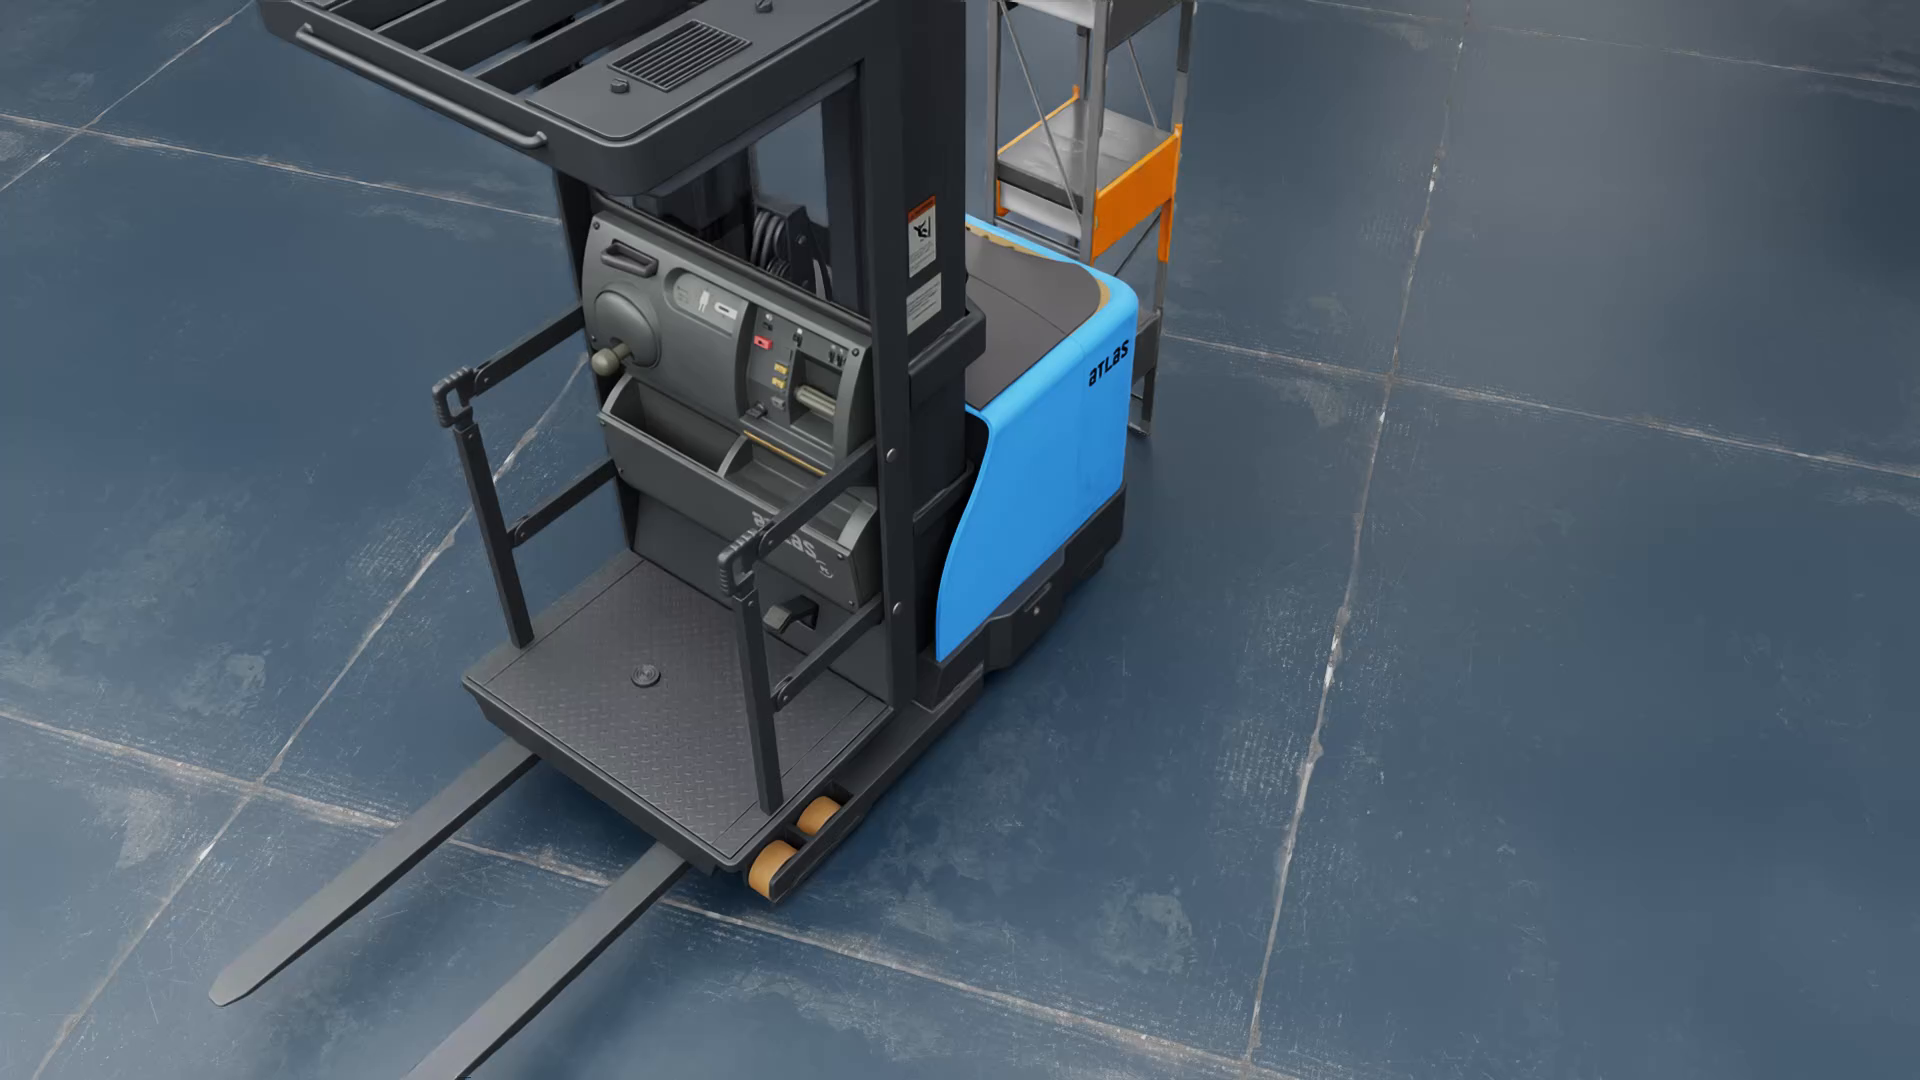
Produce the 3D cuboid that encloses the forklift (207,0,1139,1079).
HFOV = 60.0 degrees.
[{"bbox_3d":[-0.740,-0.426,4.090,1.130,2.935,3.031,28,51,26],"label":"forklift"}]

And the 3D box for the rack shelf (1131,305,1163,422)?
[{"bbox_3d":[0.392,-0.576,5.857,0.431,0.518,0.480,28,51,26],"label":"rack shelf"}]

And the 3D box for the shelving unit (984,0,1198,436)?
[{"bbox_3d":[0.392,-1.086,5.358,0.431,2.100,0.503,28,51,26],"label":"shelving unit"}]

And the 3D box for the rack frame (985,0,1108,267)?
[{"bbox_3d":[0.243,-0.950,5.220,0.400,2.100,0.015,28,51,26],"label":"rack frame"}]

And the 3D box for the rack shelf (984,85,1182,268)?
[{"bbox_3d":[0.392,-1.076,5.368,0.431,0.518,0.480,28,51,26],"label":"rack shelf"}]

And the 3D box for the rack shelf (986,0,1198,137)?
[{"bbox_3d":[0.392,-1.576,4.878,0.431,0.518,0.480,28,51,26],"label":"rack shelf"}]

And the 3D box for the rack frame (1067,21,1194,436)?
[{"bbox_3d":[0.540,-1.221,5.497,0.400,2.100,0.015,28,51,26],"label":"rack frame"}]
